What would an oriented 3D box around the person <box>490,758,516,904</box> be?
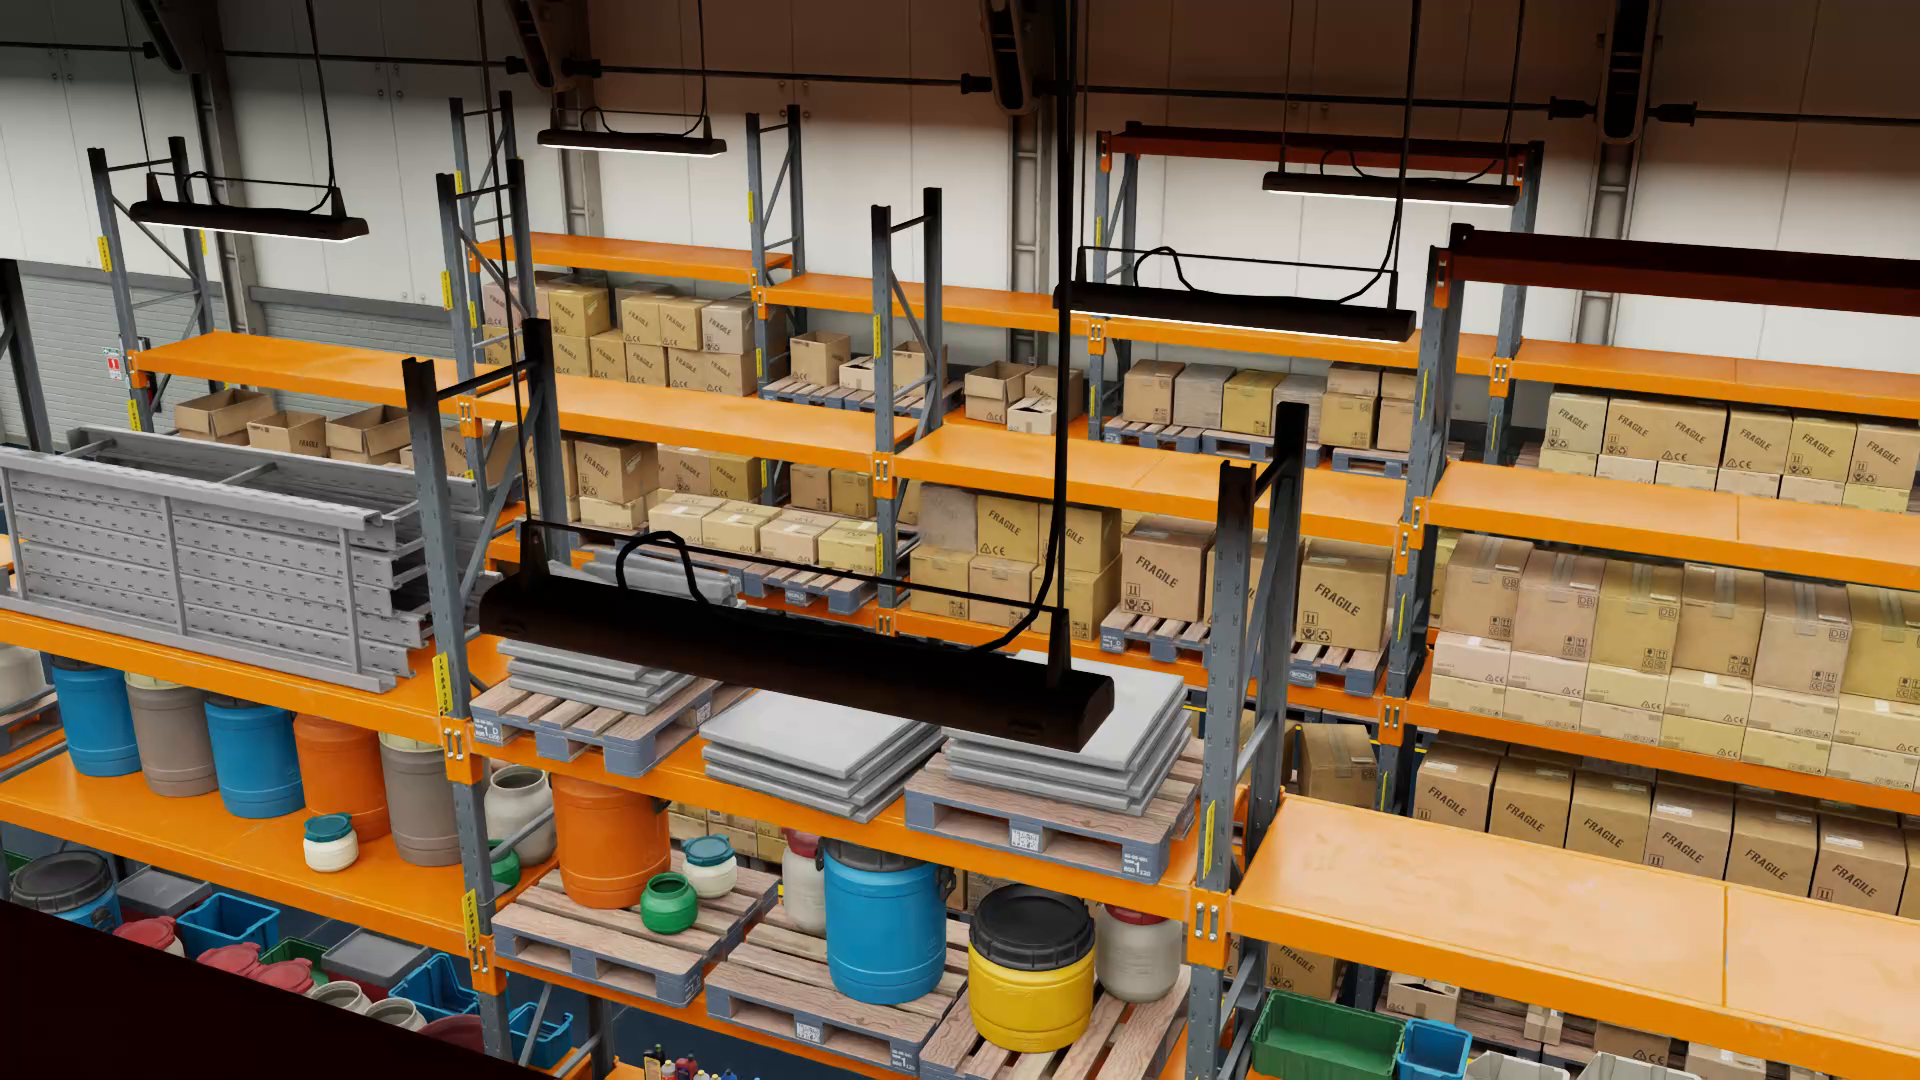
[{"bbox_3d":[-3.682,2.529,13.493,0.845,1.819,0.617,10,23,24],"label":"person"}]
